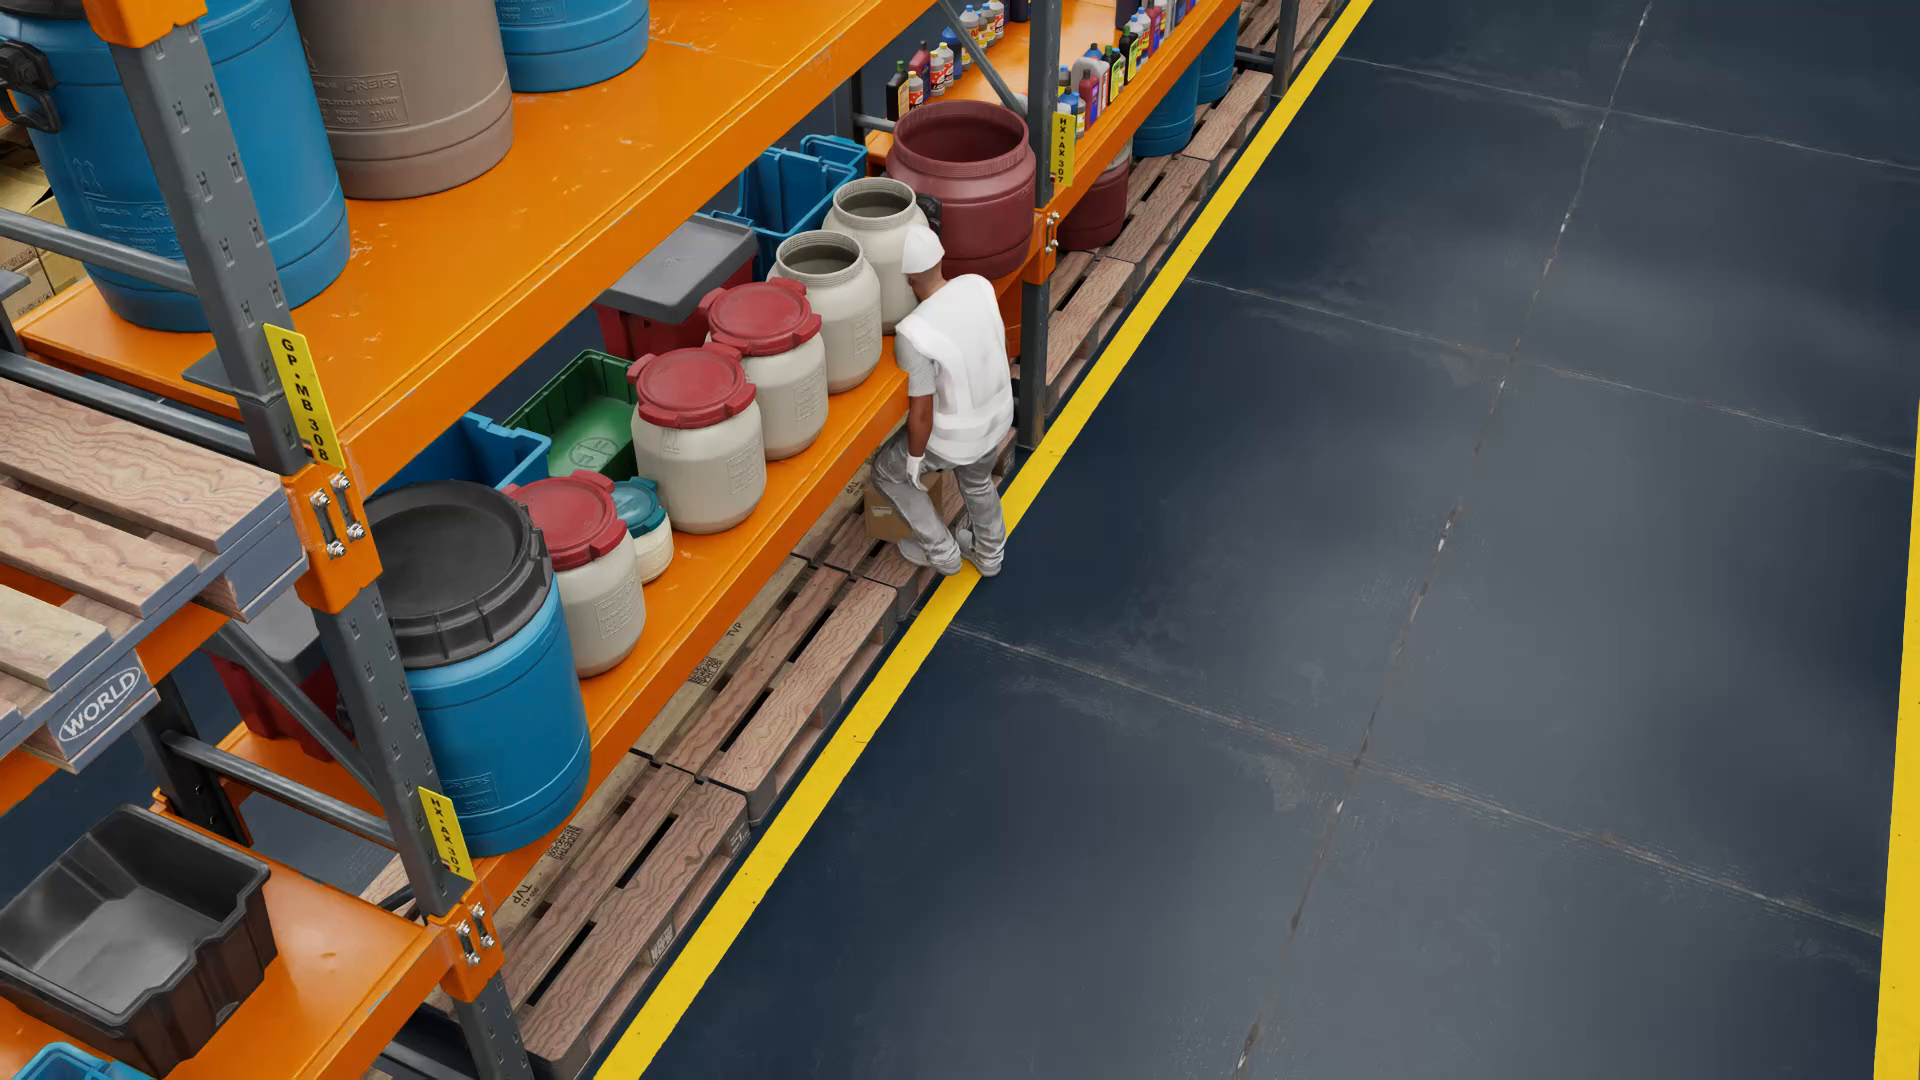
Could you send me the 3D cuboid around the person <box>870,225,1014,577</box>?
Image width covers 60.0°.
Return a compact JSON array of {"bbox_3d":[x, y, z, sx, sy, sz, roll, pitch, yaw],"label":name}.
[{"bbox_3d":[-0.067,-0.479,6.709,0.538,1.750,0.619,28,49,28],"label":"person"}]
